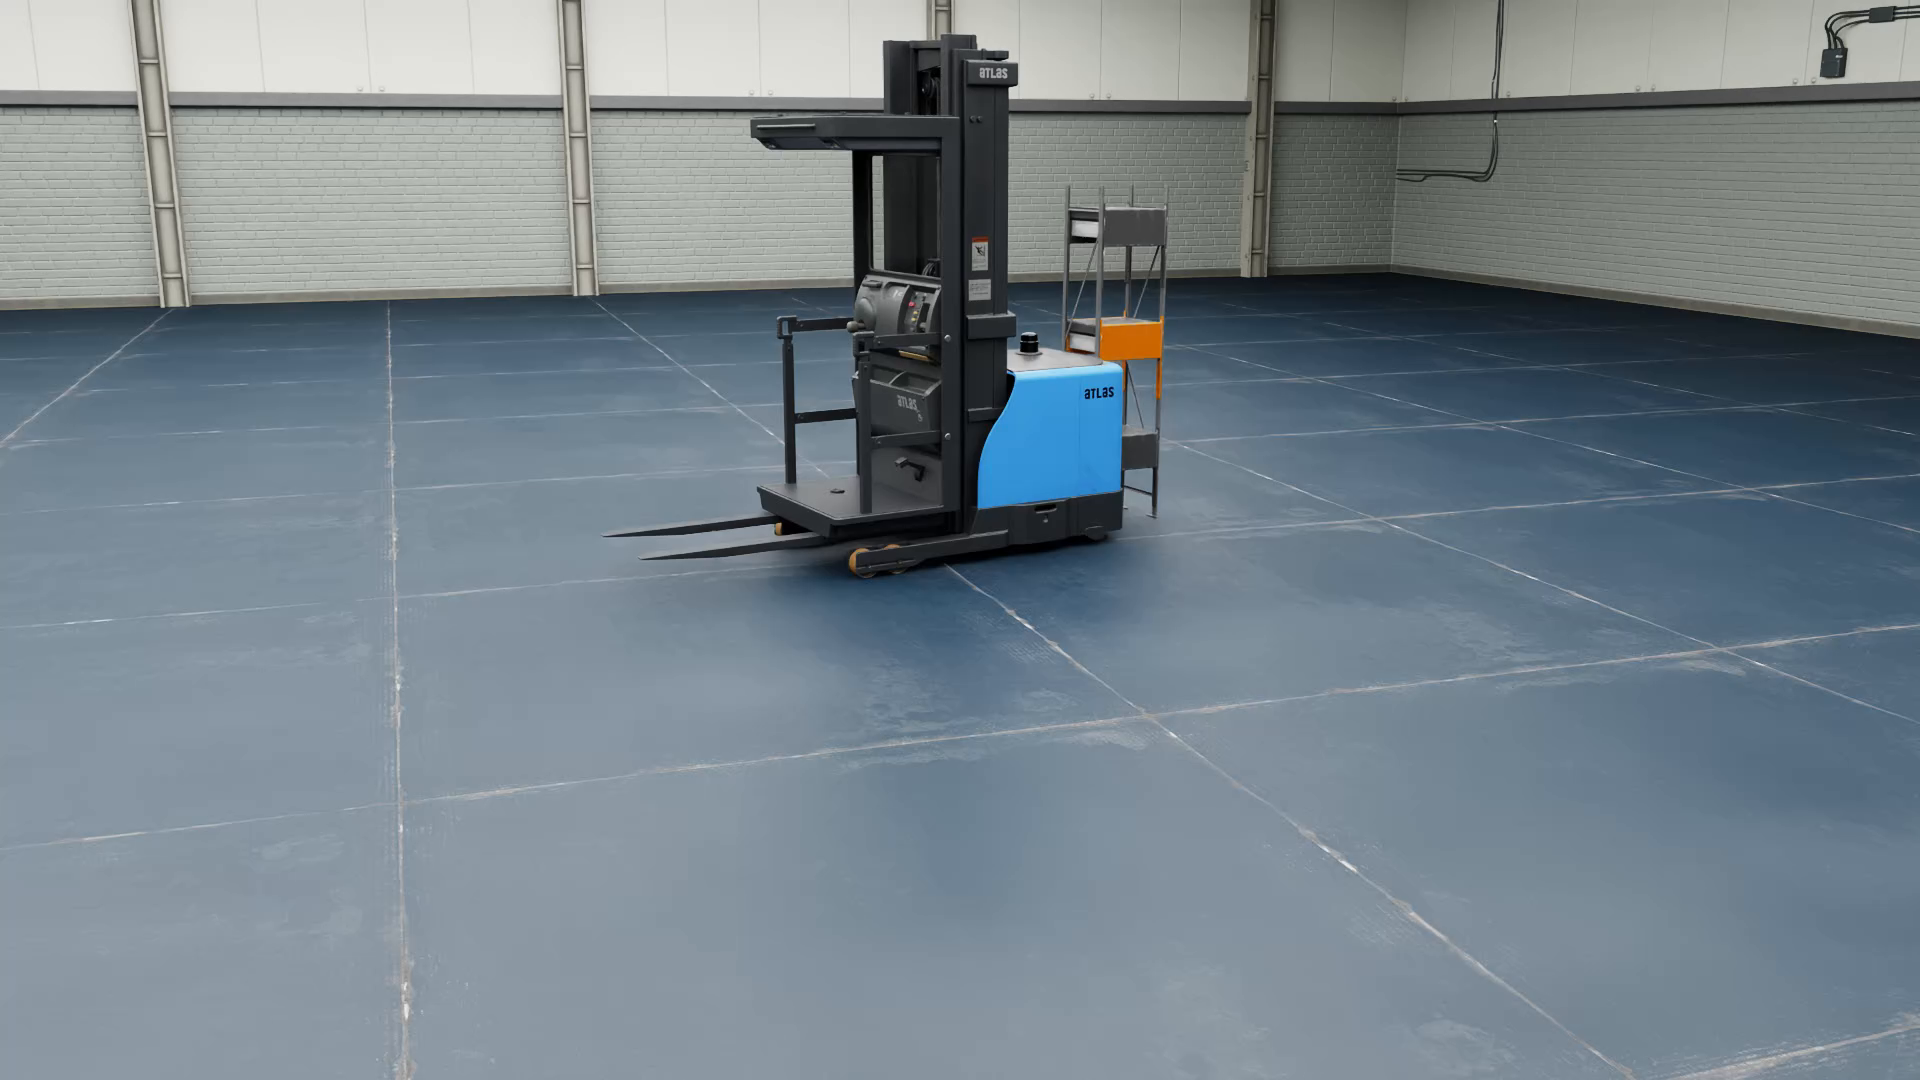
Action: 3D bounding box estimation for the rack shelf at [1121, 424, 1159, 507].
[{"bbox_3d":[0.957,-0.482,10.702,0.480,0.518,0.431,-7,15,-30],"label":"rack shelf"}]

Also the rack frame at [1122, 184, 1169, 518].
[{"bbox_3d":[1.174,-1.203,10.662,0.015,2.100,0.400,-7,15,-30],"label":"rack frame"}]

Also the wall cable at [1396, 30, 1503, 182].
[{"bbox_3d":[8.579,-7.614,29.417,0.112,2.526,3.097,-4,14,-18],"label":"wall cable"}]

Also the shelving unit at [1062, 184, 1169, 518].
[{"bbox_3d":[0.964,-1.177,10.541,0.503,2.100,0.431,-7,15,-30],"label":"shelving unit"}]

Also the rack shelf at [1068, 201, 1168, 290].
[{"bbox_3d":[0.971,-1.846,10.386,0.480,0.518,0.431,-7,15,-30],"label":"rack shelf"}]

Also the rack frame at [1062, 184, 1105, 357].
[{"bbox_3d":[0.754,-1.151,10.420,0.015,2.100,0.400,-7,15,-30],"label":"rack frame"}]

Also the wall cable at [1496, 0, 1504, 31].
[{"bbox_3d":[9.442,-9.478,26.338,0.112,2.526,3.097,-4,14,-18],"label":"wall cable"}]

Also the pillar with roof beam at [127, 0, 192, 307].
[{"bbox_3d":[-10.322,-6.925,19.808,0.400,9.000,9.100,-4,14,-18],"label":"pillar with roof beam"}]

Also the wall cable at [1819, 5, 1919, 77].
[{"bbox_3d":[11.592,-8.696,19.905,0.169,6.003,2.305,-4,14,-18],"label":"wall cable"}]

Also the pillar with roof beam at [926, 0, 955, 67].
[{"bbox_3d":[1.052,-7.810,23.531,0.400,9.000,9.100,-4,14,-18],"label":"pillar with roof beam"}]

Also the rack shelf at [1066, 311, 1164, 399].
[{"bbox_3d":[0.964,-1.164,10.544,0.480,0.518,0.431,-7,15,-30],"label":"rack shelf"}]

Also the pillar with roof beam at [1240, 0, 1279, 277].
[{"bbox_3d":[6.738,-8.253,25.393,0.400,9.000,9.100,-4,14,-18],"label":"pillar with roof beam"}]

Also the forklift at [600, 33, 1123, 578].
[{"bbox_3d":[-0.542,-1.352,9.495,3.031,2.935,1.130,-8,15,-29],"label":"forklift"}]

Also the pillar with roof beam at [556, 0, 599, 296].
[{"bbox_3d":[-4.635,-7.367,21.670,0.400,9.000,9.100,-4,14,-18],"label":"pillar with roof beam"}]
